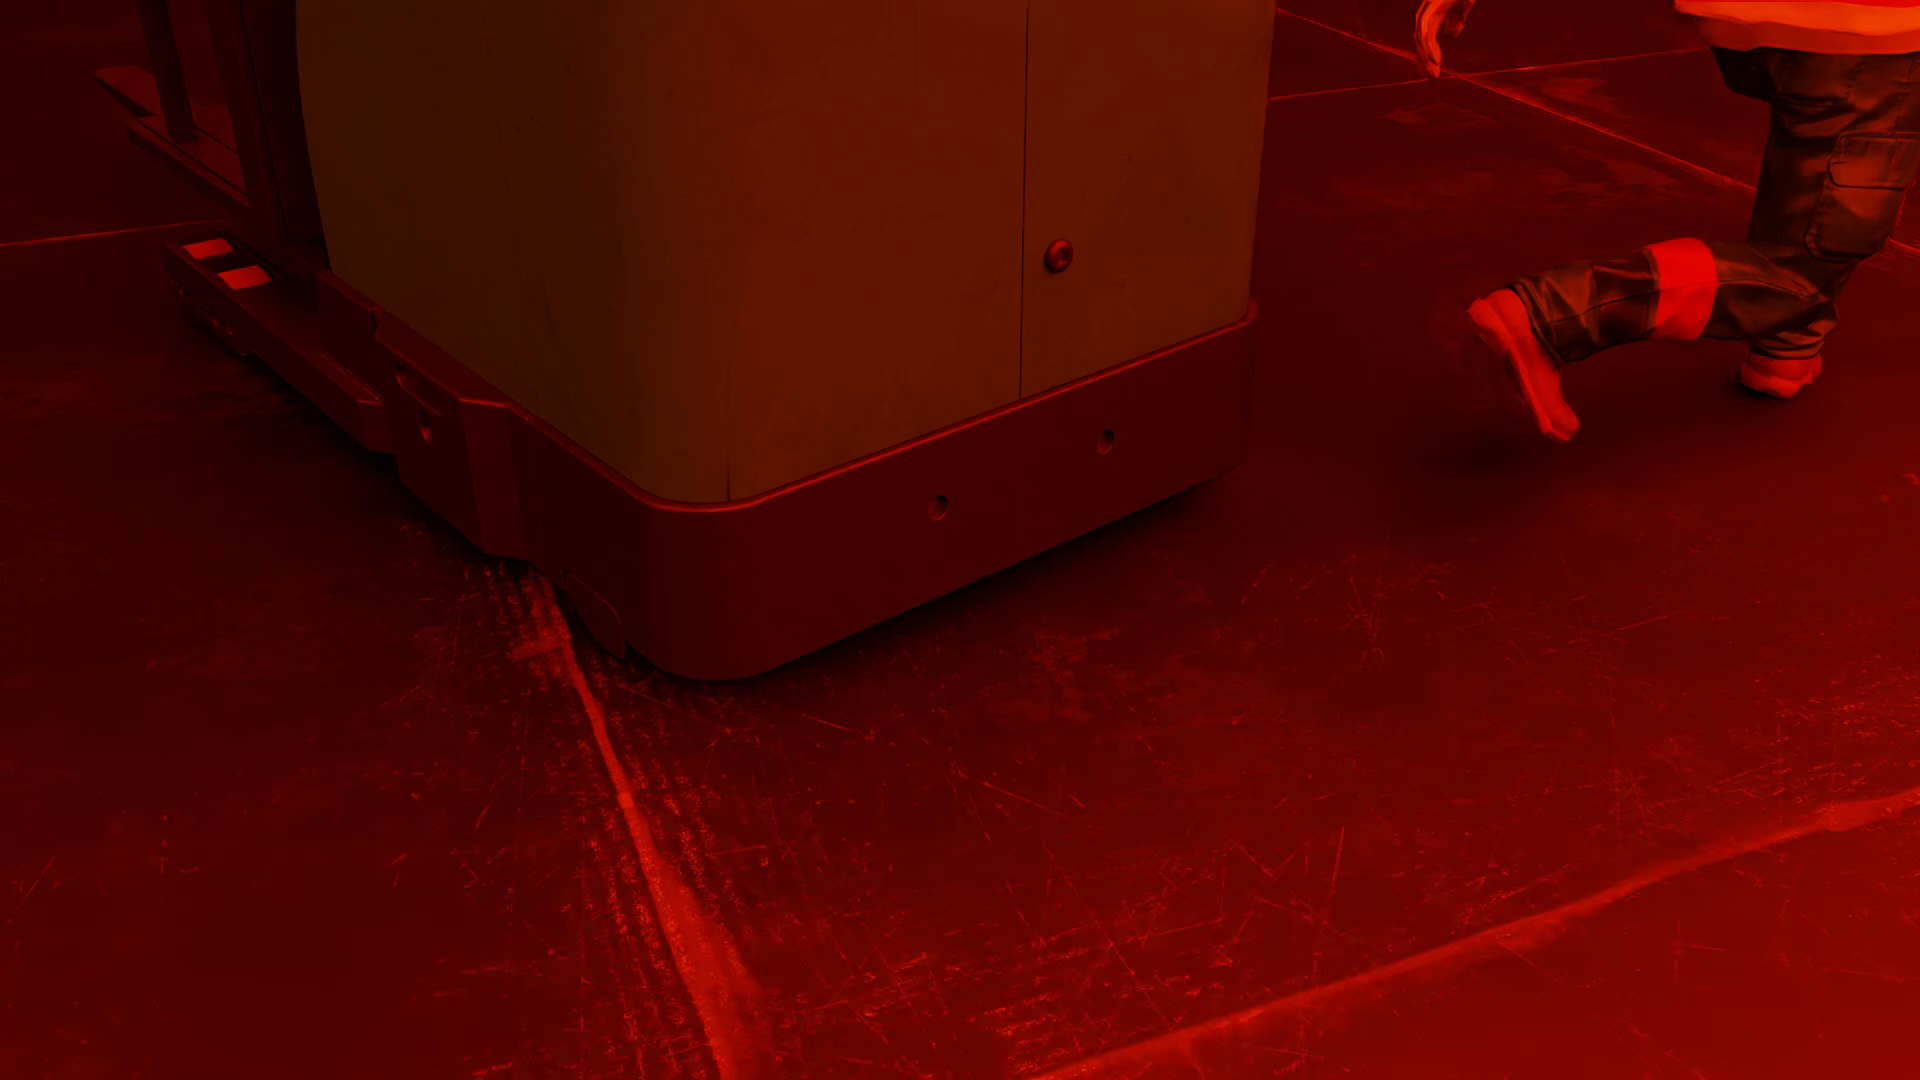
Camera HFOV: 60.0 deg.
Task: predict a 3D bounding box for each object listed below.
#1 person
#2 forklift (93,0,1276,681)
[{"bbox_3d":[1.196,-0.899,2.595,0.953,1.540,0.685,-22,37,-34],"label":"person"},{"bbox_3d":[-0.884,-1.757,2.623,1.130,2.935,3.031,-22,37,-34],"label":"forklift"}]
